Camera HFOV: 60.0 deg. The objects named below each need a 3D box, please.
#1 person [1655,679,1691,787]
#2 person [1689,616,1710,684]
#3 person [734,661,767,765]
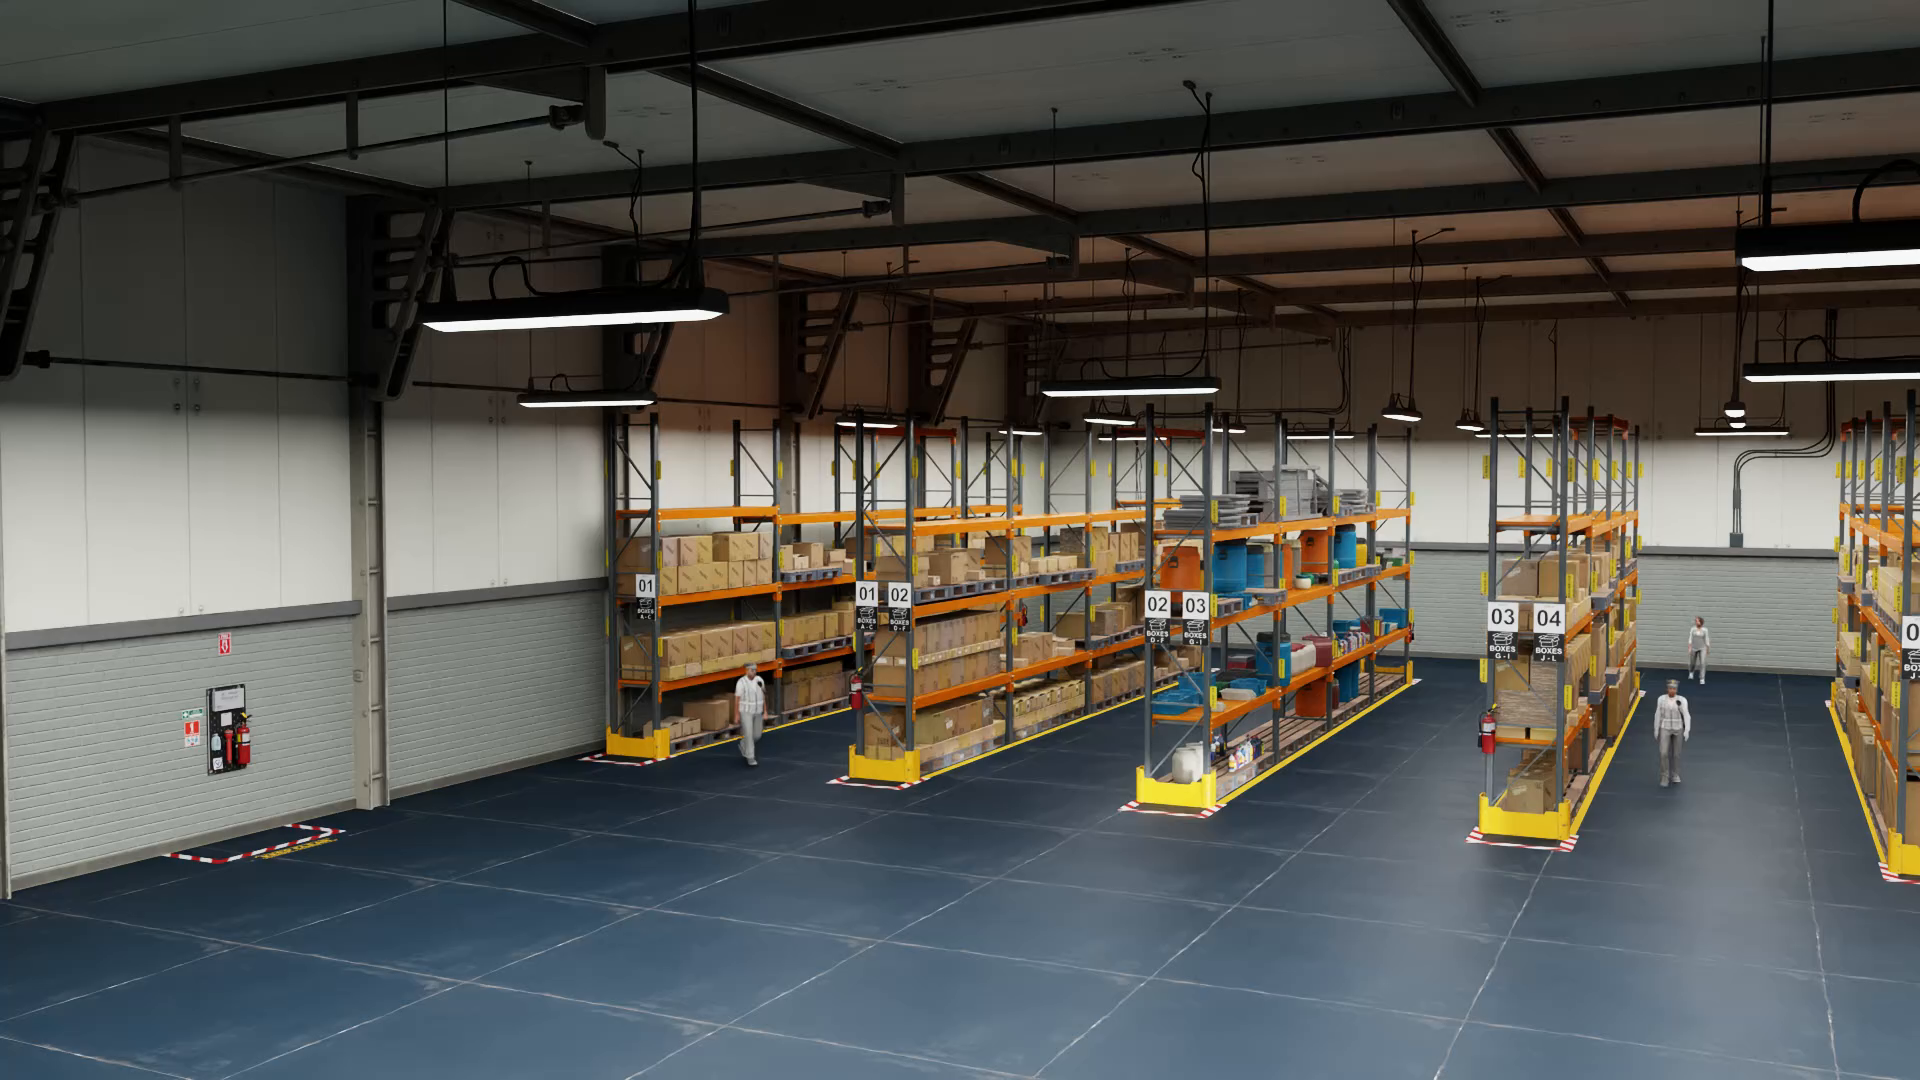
[{"bbox_3d":[11.340,3.065,26.482,0.533,1.705,0.594,1,3,31],"label":"person"},{"bbox_3d":[17.320,2.565,38.919,0.439,1.566,0.764,1,3,18],"label":"person"},{"bbox_3d":[-3.590,2.925,28.441,0.596,1.732,0.842,-2,3,-42],"label":"person"}]
